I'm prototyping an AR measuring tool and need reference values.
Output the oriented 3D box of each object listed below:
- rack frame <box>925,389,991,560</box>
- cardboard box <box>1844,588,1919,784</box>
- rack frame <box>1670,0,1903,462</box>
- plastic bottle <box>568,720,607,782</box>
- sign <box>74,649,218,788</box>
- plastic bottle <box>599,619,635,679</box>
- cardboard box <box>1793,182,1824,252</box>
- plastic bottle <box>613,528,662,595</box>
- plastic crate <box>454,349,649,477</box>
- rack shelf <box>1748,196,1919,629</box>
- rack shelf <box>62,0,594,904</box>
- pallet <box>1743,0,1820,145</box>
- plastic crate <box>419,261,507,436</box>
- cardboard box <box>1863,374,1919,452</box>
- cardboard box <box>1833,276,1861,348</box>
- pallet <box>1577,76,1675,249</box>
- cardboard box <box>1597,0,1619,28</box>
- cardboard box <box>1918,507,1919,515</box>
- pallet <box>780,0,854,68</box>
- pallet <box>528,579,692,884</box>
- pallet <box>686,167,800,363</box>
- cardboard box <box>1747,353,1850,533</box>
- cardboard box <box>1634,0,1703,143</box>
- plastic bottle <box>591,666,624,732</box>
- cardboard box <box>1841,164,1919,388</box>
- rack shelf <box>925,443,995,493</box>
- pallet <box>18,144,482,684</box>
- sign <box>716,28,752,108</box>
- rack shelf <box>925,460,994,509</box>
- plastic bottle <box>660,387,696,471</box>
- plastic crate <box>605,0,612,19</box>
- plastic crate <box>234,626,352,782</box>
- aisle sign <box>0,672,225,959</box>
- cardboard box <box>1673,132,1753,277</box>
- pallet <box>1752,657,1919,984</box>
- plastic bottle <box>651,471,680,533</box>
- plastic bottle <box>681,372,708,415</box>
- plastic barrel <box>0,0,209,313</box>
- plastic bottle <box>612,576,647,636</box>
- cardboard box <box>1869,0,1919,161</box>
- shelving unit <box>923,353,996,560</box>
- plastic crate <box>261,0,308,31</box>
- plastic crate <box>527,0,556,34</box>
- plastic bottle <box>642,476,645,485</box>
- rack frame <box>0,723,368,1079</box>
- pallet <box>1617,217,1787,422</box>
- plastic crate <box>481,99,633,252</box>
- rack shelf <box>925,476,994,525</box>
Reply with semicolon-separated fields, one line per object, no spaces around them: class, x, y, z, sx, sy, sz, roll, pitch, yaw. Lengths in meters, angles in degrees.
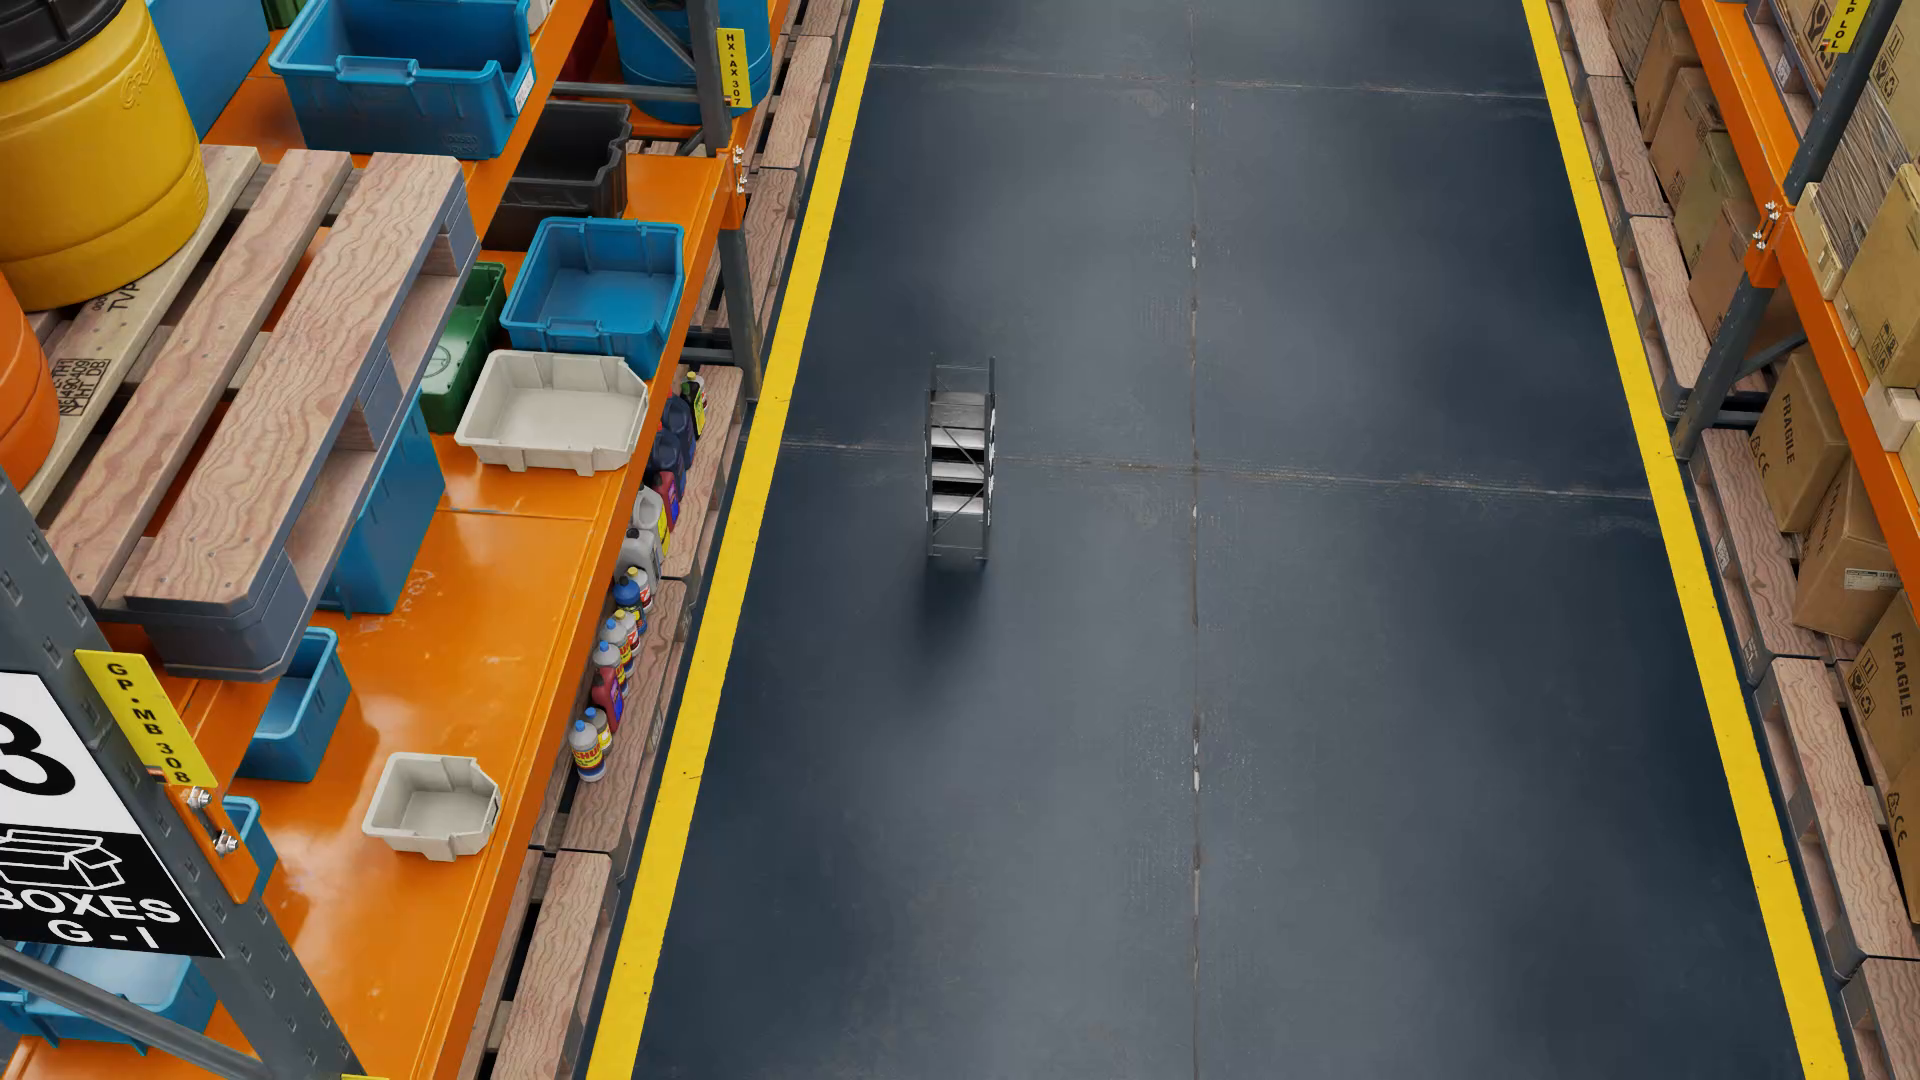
rack frame;-0.009;-0.235;6.381;0.240;0.900;0.006;4;48;4
cardboard box;3.452;0.514;5.683;0.500;0.500;0.500;0;48;0
rack frame;3.551;-1.362;5.989;1.000;3.000;0.127;4;48;4
plastic bottle;-1.270;0.705;5.649;0.097;0.271;0.097;0;48;0
sign;-1.198;0.269;2.458;0.100;0.325;0.005;4;48;4
plastic bottle;-1.230;0.380;5.947;0.097;0.271;0.097;0;48;0
cardboard box;3.232;-1.140;5.956;0.380;0.149;0.250;4;48;4
plastic bottle;-1.219;0.066;6.231;0.152;0.276;0.135;5;48;4
plastic crate;-1.277;-0.396;5.284;0.530;0.136;0.437;4;48;4
rack shelf;3.369;0.350;4.910;1.077;0.370;4.000;4;48;4
rack shelf;-1.563;-0.995;4.108;1.077;0.370;4.000;4;48;4
pallet;3.766;-1.849;6.565;1.003;0.211;1.213;4;48;4
plastic crate;-1.786;-0.645;5.477;0.450;0.188;0.662;4;48;4
cardboard box;3.124;-0.406;5.285;0.380;0.149;0.250;4;48;4
cardboard box;3.201;-0.771;5.619;0.380;0.149;0.250;4;48;4
pallet;3.729;-1.892;8.364;1.003;0.211;1.213;4;48;4
cardboard box;3.875;-3.113;8.986;0.700;0.500;0.500;2;48;1
cardboard box;3.109;-0.037;4.947;0.380;0.149;0.250;4;48;4
pallet;-1.126;-3.127;9.493;1.003;0.211;1.213;4;48;4
pallet;-1.592;0.635;6.052;1.003;0.211;1.213;4;48;4
pallet;-1.348;-1.334;7.853;1.003;0.211;1.213;4;48;4
cardboard box;3.475;-0.369;6.490;0.500;0.500;0.500;3;48;2
cardboard box;3.792;-2.287;8.231;0.700;0.500;0.500;7;48;7
plastic bottle;-1.231;0.536;5.796;0.061;0.283;0.133;5;48;4
cardboard box;3.368;-0.805;5.210;0.875;0.500;0.500;4;48;4
rack shelf;0.001;-0.287;6.474;0.258;0.077;0.200;4;48;4
pallet;-1.573;-0.306;3.118;1.003;0.211;1.213;4;48;4
sign;-0.834;-1.744;6.150;0.100;0.325;0.005;4;48;4
rack shelf;0.001;-0.226;6.540;0.258;0.077;0.200;4;48;4
plastic bottle;-1.153;-0.457;6.658;0.144;0.351;0.185;3;48;2
plastic crate;-1.590;-2.521;7.060;0.392;0.384;0.575;4;48;4
plastic crate;-1.933;0.430;4.451;0.499;0.251;0.408;4;48;4
aisle sign;-1.461;0.439;2.580;0.394;0.787;0.004;4;48;4
cardboard box;3.691;-1.466;7.480;0.700;0.500;0.500;4;48;3
pallet;3.417;0.974;5.742;1.003;0.211;1.213;4;48;4
plastic bottle;-1.144;-0.171;6.442;0.061;0.283;0.133;7;48;6
plastic bottle;-1.104;-0.612;6.901;0.097;0.201;0.097;0;48;0
plastic barrel;-1.768;-0.820;3.048;0.600;0.588;0.600;0;48;0
plastic bottle;-1.211;0.231;6.083;0.097;0.271;0.097;0;48;0
cardboard box;3.257;-1.520;5.187;0.500;0.500;0.500;4;48;4
shelving unit;0.001;-0.310;6.449;0.258;0.900;0.210;4;48;4
plastic crate;-1.796;-1.495;4.221;0.336;0.188;0.450;4;48;4
plastic crate;-1.125;-1.412;4.181;0.243;0.136;0.396;4;48;4
plastic bottle;-1.320;-0.282;6.549;0.152;0.276;0.135;4;48;4
rack frame;-1.746;1.244;3.605;1.000;3.000;0.127;4;48;4
pallet;3.621;-0.993;7.541;1.003;0.211;1.213;4;48;4
plastic crate;-1.556;-1.298;5.973;0.767;0.338;0.504;4;48;4
rack shelf;0.001;-0.166;6.607;0.258;0.077;0.200;4;48;4
